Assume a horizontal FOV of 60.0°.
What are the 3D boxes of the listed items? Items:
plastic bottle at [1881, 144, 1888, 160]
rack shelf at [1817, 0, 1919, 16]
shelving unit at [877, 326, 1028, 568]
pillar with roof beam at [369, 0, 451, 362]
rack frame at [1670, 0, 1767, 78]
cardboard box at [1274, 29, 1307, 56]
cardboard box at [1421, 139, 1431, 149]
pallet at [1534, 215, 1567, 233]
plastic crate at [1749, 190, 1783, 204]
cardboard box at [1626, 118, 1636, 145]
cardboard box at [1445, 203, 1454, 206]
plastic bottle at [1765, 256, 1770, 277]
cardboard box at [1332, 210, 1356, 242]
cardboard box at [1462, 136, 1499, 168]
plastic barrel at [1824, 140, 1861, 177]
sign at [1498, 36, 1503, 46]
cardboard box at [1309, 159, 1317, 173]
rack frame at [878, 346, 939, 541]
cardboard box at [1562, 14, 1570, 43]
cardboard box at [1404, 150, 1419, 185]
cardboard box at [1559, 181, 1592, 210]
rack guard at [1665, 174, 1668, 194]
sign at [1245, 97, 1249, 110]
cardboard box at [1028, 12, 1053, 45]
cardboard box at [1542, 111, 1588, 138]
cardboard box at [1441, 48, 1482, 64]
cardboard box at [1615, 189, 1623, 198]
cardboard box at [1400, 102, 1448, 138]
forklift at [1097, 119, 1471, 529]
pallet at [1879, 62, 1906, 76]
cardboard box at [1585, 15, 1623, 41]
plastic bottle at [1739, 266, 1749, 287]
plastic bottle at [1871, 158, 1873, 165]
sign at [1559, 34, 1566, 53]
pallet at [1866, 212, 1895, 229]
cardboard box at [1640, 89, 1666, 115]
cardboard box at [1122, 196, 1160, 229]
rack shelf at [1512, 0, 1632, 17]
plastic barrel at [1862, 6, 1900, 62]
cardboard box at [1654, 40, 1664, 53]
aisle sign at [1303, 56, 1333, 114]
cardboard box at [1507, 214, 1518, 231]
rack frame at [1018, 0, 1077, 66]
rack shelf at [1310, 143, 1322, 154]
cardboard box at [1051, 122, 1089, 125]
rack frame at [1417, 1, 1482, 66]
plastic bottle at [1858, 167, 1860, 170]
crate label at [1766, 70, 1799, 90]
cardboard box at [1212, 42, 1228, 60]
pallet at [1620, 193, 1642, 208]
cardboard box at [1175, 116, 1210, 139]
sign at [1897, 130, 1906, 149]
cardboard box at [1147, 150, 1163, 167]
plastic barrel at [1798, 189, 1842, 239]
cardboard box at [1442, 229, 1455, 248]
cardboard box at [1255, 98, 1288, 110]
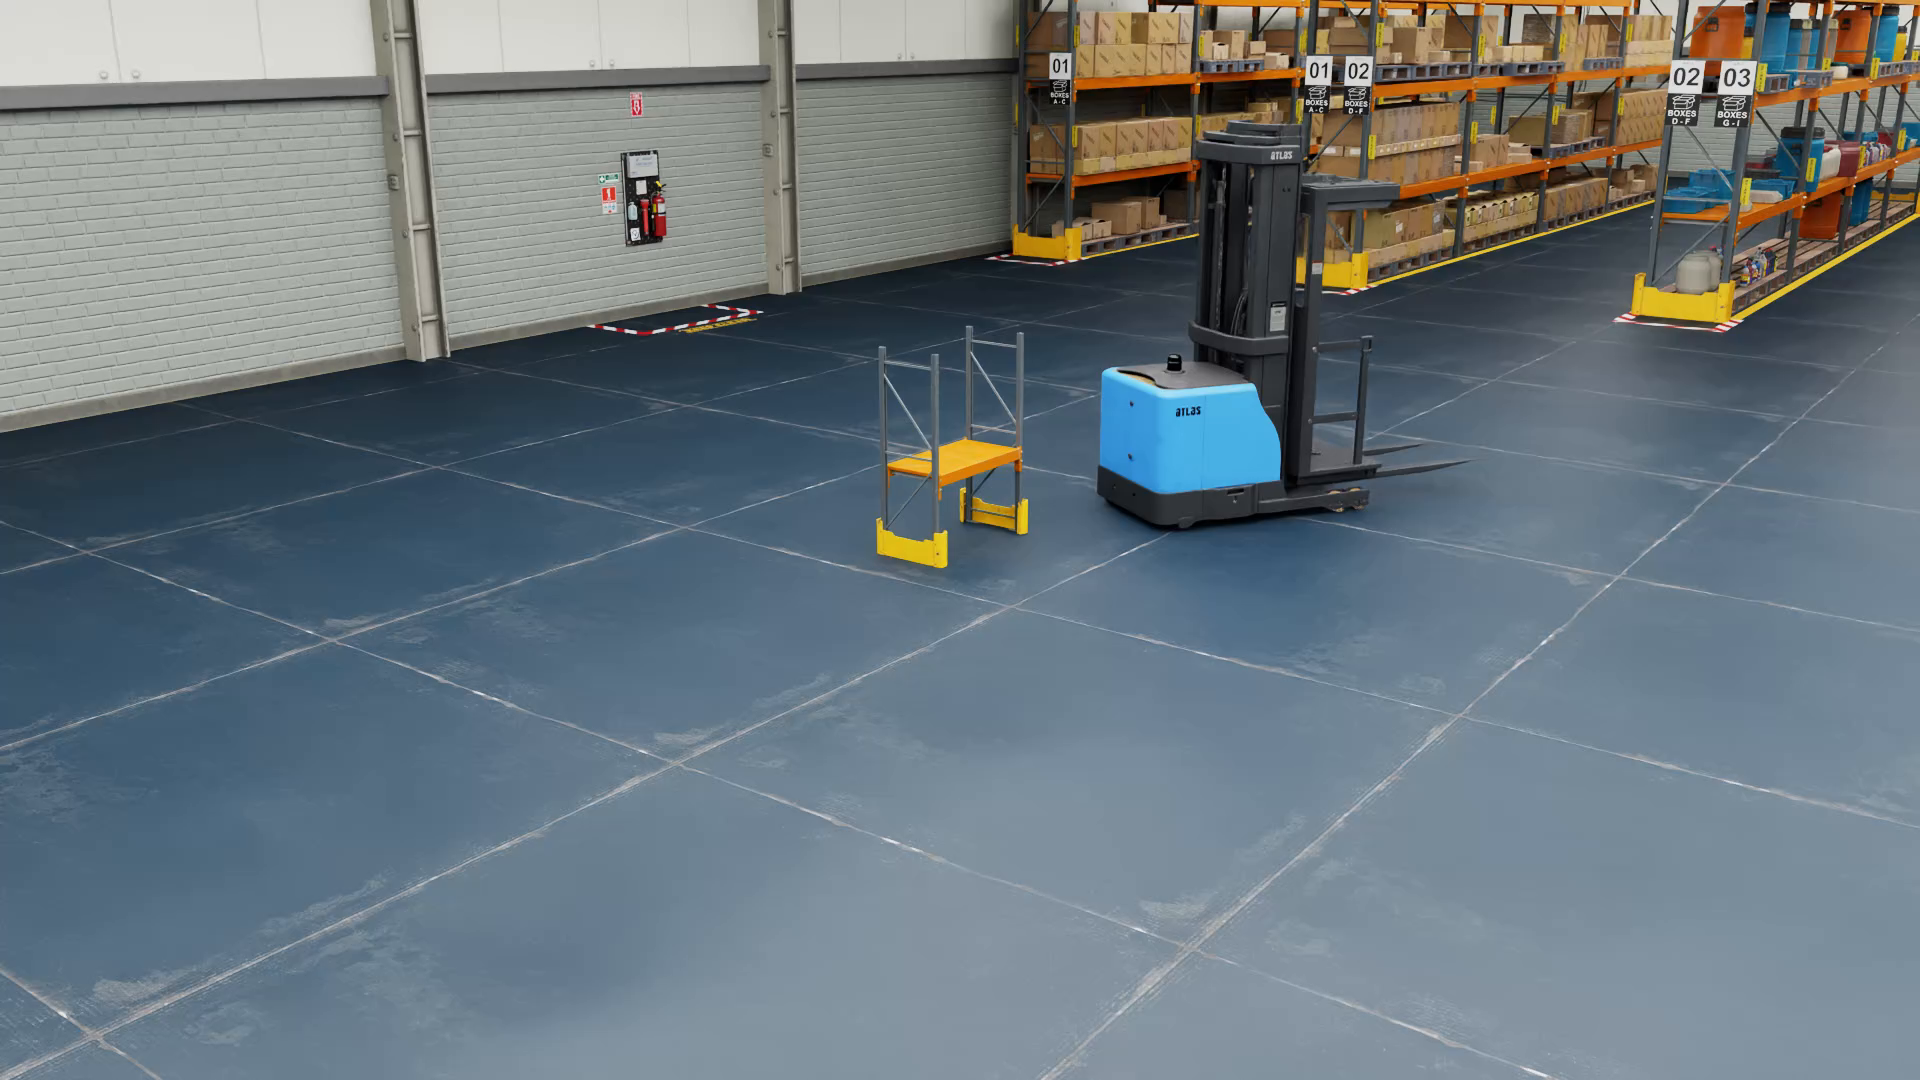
[{"bbox_3d":[16.501,-6.947,29.765,0.152,0.276,0.135,12,21,35],"label":"plastic bottle"},{"bbox_3d":[15.285,-9.011,27.976,1.077,0.370,4.000,12,21,35],"label":"rack shelf"},{"bbox_3d":[-0.045,-0.698,11.963,0.587,1.500,1.083,12,21,35],"label":"shelving unit"},{"bbox_3d":[-2.600,-5.615,15.153,9.100,9.000,0.400,12,21,35],"label":"pillar with roof beam"},{"bbox_3d":[9.326,-7.164,20.140,1.000,3.000,0.127,12,21,35],"label":"rack frame"},{"bbox_3d":[6.653,-9.907,33.119,0.700,0.500,0.500,11,20,32],"label":"cardboard box"},{"bbox_3d":[6.986,-6.081,25.504,0.380,0.149,0.250,13,22,36],"label":"cardboard box"},{"bbox_3d":[10.592,-5.920,30.951,1.003,0.211,1.213,12,21,35],"label":"pallet"},{"bbox_3d":[10.946,-4.694,22.747,0.530,0.136,0.437,12,21,35],"label":"plastic crate"},{"bbox_3d":[13.325,-8.277,33.670,0.500,0.500,0.500,13,21,36],"label":"cardboard box"},{"bbox_3d":[8.050,-5.555,28.058,0.500,0.311,0.500,13,22,36],"label":"cardboard box"},{"bbox_3d":[11.379,-3.868,23.481,0.061,0.283,0.133,14,22,38],"label":"plastic bottle"},{"bbox_3d":[6.015,-4.842,25.441,0.500,0.500,0.500,12,21,35],"label":"cardboard box"},{"bbox_3d":[8.817,-6.600,28.272,0.500,0.500,0.500,12,21,35],"label":"cardboard box"},{"bbox_3d":[14.060,-6.105,26.617,0.600,0.536,0.708,12,21,35],"label":"plastic barrel"},{"bbox_3d":[9.683,-8.856,29.776,0.100,0.325,0.005,12,21,35],"label":"sign"},{"bbox_3d":[6.680,-7.281,33.549,0.750,0.750,0.750,12,21,34],"label":"cardboard box"},{"bbox_3d":[-0.354,-0.575,11.566,0.500,1.500,0.032,12,21,35],"label":"rack frame"},{"bbox_3d":[10.686,-9.263,30.101,0.500,0.500,0.500,12,21,35],"label":"cardboard box"},{"bbox_3d":[6.559,-5.701,25.376,0.700,0.500,0.500,13,22,36],"label":"cardboard box"},{"bbox_3d":[11.836,-6.646,32.060,0.500,0.500,0.500,13,21,35],"label":"cardboard box"},{"bbox_3d":[14.839,-7.774,36.435,1.175,0.500,0.348,12,21,35],"label":"rack guard"},{"bbox_3d":[5.689,-8.605,32.944,0.100,0.325,0.005,12,21,35],"label":"sign"},{"bbox_3d":[1.417,-8.166,26.535,0.500,0.500,0.500,14,22,37],"label":"cardboard box"},{"bbox_3d":[11.680,-8.033,32.178,0.500,0.500,0.700,-16,23,-42],"label":"cardboard box"},{"bbox_3d":[8.109,-7.834,26.901,0.500,0.250,0.500,15,23,40],"label":"cardboard box"},{"bbox_3d":[13.432,-7.160,34.278,0.380,0.166,0.250,12,21,35],"label":"cardboard box"},{"bbox_3d":[7.174,-6.568,25.979,0.700,0.500,0.500,12,21,35],"label":"cardboard box"},{"bbox_3d":[2.653,-1.751,12.941,3.031,2.935,1.130,-7,19,-22],"label":"forklift"},{"bbox_3d":[15.414,-8.025,28.288,1.003,0.211,1.213,12,21,35],"label":"pallet"},{"bbox_3d":[12.760,-10.114,32.841,0.700,0.500,0.500,12,21,35],"label":"cardboard box"},{"bbox_3d":[10.657,-3.583,22.582,0.097,0.271,0.097,0,17,0],"label":"plastic bottle"},{"bbox_3d":[15.717,-6.584,28.724,0.097,0.201,0.097,0,17,0],"label":"plastic bottle"},{"bbox_3d":[10.558,-8.698,29.131,0.100,0.325,0.005,12,21,35],"label":"sign"},{"bbox_3d":[16.883,-6.007,31.233,1.003,0.211,1.213,12,21,35],"label":"pallet"},{"bbox_3d":[14.539,-9.236,35.074,0.500,0.500,0.500,13,22,36],"label":"cardboard box"},{"bbox_3d":[3.167,-5.764,29.221,0.500,0.500,0.500,11,20,31],"label":"cardboard box"},{"bbox_3d":[11.309,-9.887,30.797,1.077,0.370,4.000,12,21,35],"label":"rack shelf"},{"bbox_3d":[15.582,-8.596,28.256,0.600,0.901,0.708,12,21,35],"label":"plastic barrel"},{"bbox_3d":[14.184,-10.181,34.322,0.500,0.250,0.500,12,21,35],"label":"cardboard box"},{"bbox_3d":[5.075,-6.453,23.582,0.394,0.787,0.004,12,21,35],"label":"aisle sign"},{"bbox_3d":[9.393,-5.557,29.009,0.500,0.250,0.500,13,21,36],"label":"cardboard box"},{"bbox_3d":[1.370,-8.915,25.777,1.000,3.000,0.127,12,21,35],"label":"rack frame"},{"bbox_3d":[7.328,-8.088,34.443,1.077,0.370,4.000,12,21,35],"label":"rack shelf"},{"bbox_3d":[1.788,-6.614,27.438,0.500,0.500,0.500,13,21,35],"label":"cardboard box"},{"bbox_3d":[7.734,-8.993,26.029,1.000,3.000,0.127,12,21,35],"label":"rack frame"},{"bbox_3d":[15.003,-6.329,27.762,0.061,0.283,0.133,12,21,35],"label":"plastic bottle"},{"bbox_3d":[10.707,-6.048,21.854,0.502,0.251,0.408,12,21,35],"label":"crate label"},{"bbox_3d":[4.510,-8.856,30.087,0.500,0.311,0.500,13,22,36],"label":"cardboard box"},{"bbox_3d":[13.637,-7.157,34.934,1.003,0.211,1.213,12,21,35],"label":"pallet"},{"bbox_3d":[4.084,-7.375,30.026,0.700,0.500,0.500,12,21,35],"label":"cardboard box"},{"bbox_3d":[16.917,-7.192,29.878,0.100,0.325,0.005,12,21,35],"label":"sign"},{"bbox_3d":[3.124,-6.534,28.446,0.500,0.250,0.500,12,21,34],"label":"cardboard box"},{"bbox_3d":[14.371,-5.488,27.810,0.600,0.830,0.708,12,21,35],"label":"plastic barrel"},{"bbox_3d":[7.633,-4.866,26.784,0.500,0.250,0.500,12,21,35],"label":"cardboard box"},{"bbox_3d":[6.199,-8.666,33.125,0.500,0.250,0.500,13,22,36],"label":"cardboard box"}]
